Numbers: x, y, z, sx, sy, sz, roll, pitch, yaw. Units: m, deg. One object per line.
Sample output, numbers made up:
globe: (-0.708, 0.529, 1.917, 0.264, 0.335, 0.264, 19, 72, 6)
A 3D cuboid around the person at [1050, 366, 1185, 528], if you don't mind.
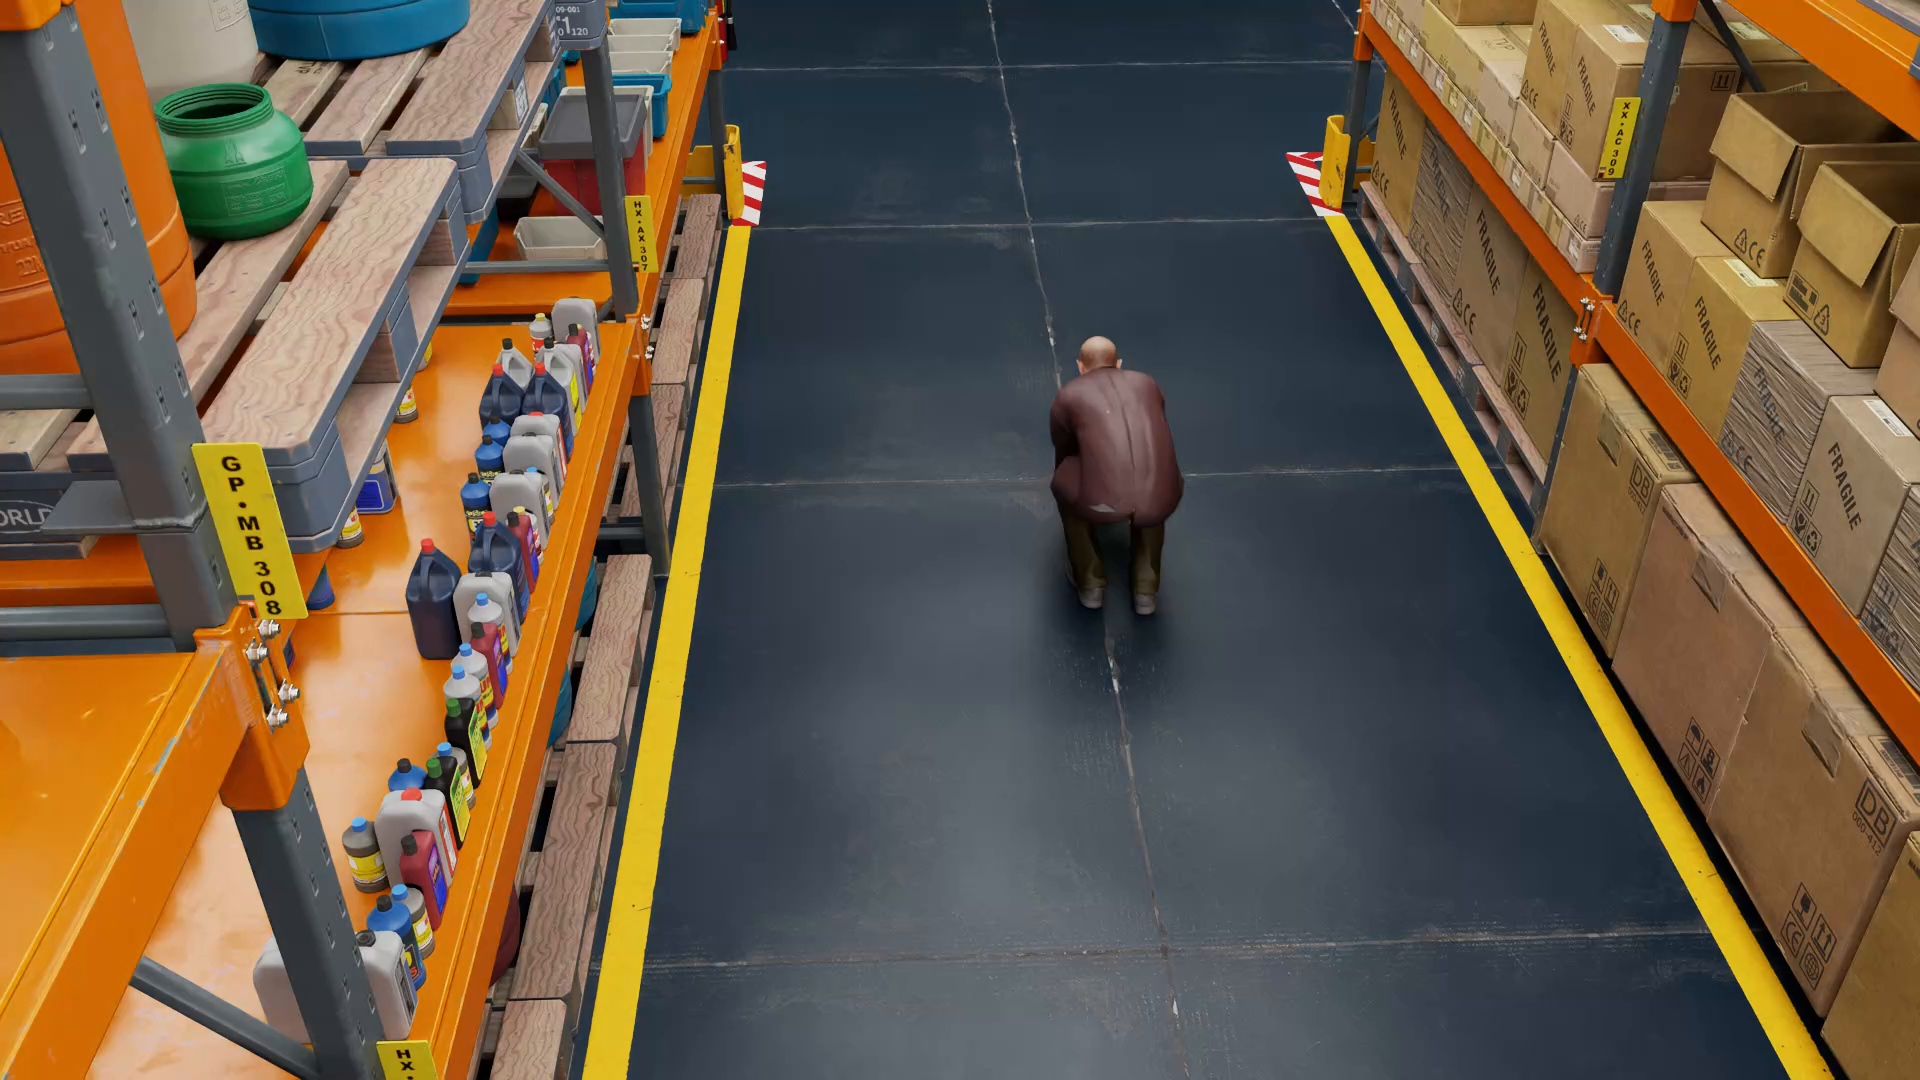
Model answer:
person: (0.670, -0.328, 7.123, 0.585, 0.722, 0.859, -3, 35, -4)
